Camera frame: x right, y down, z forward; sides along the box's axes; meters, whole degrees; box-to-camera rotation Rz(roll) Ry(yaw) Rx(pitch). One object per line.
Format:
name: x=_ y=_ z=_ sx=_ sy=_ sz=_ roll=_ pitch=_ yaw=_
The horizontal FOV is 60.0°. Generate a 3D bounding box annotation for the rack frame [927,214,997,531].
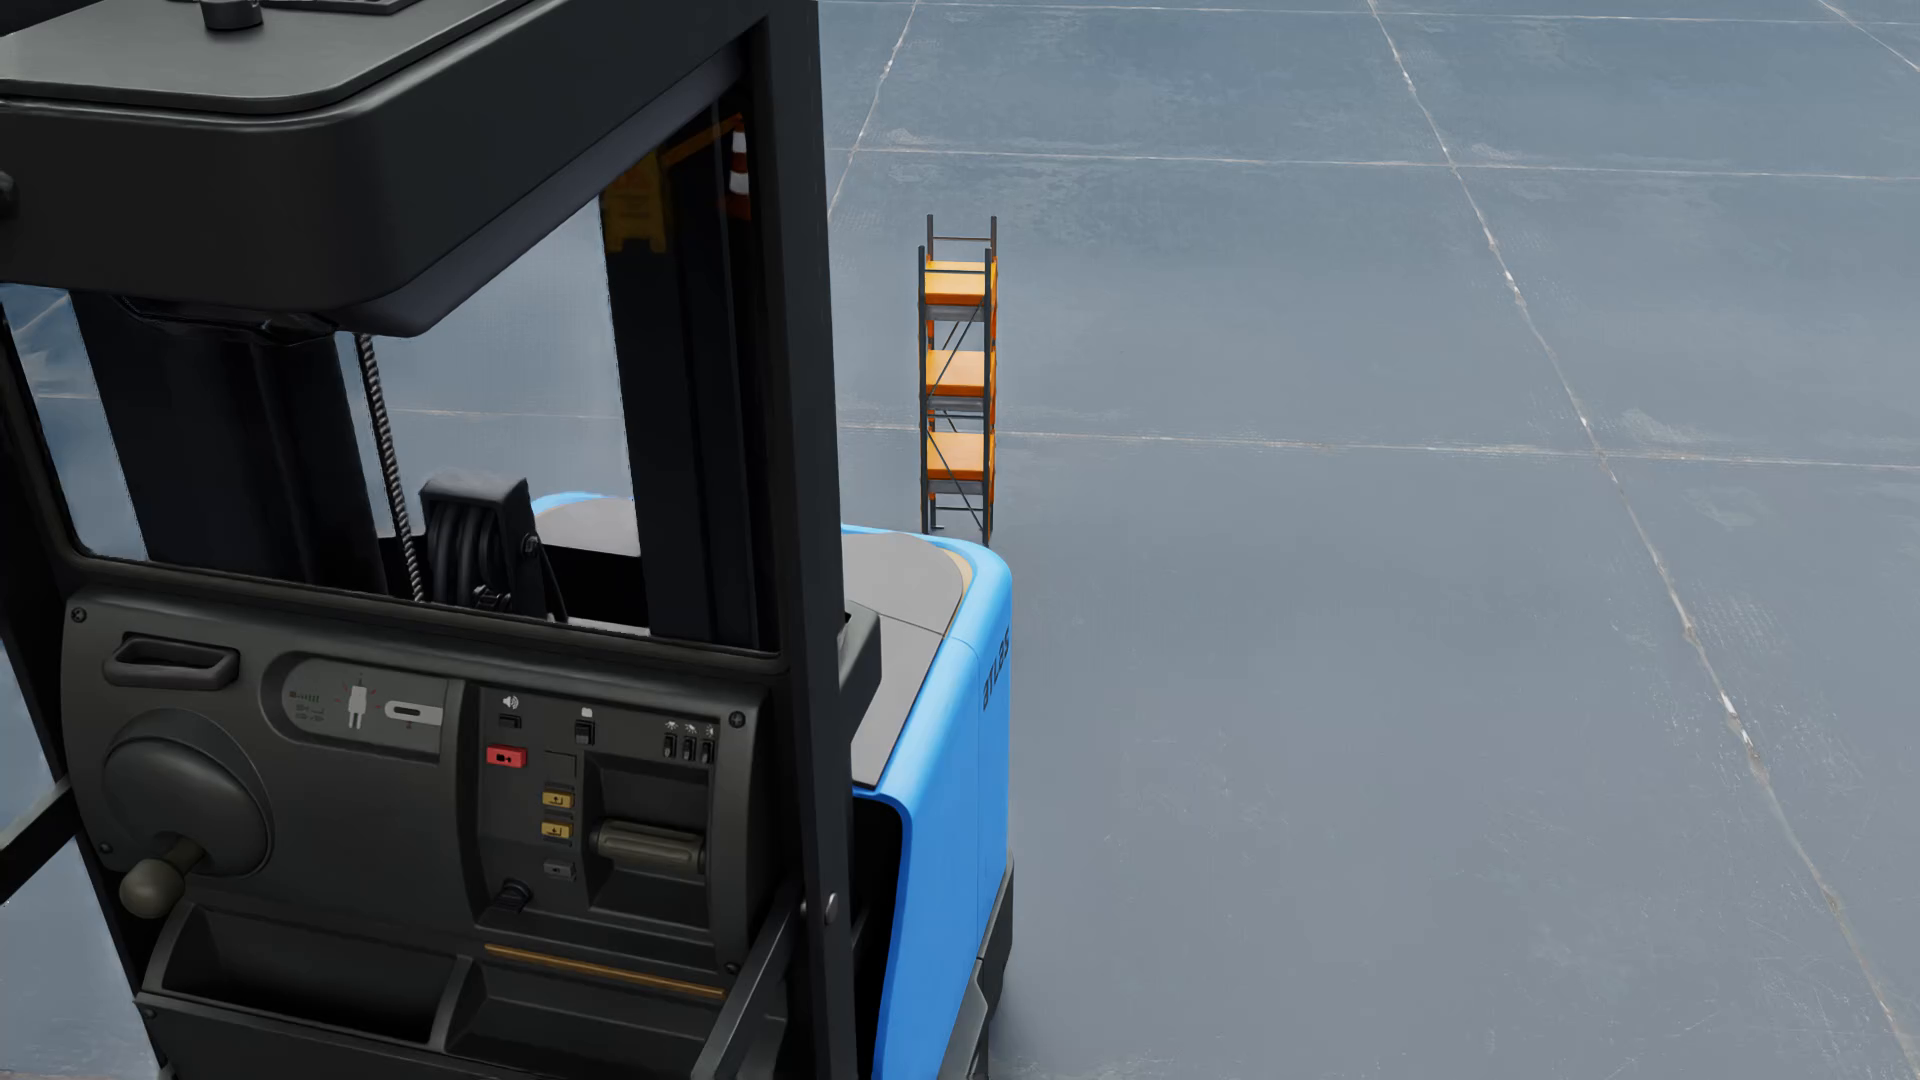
rack frame: x=0.006 y=-0.483 z=5.033 sx=0.200 sy=1.050 sz=0.008 roll=2 pitch=32 yaw=4

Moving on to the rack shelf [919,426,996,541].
rack shelf: x=-0.004 y=-0.173 z=5.081 sx=0.215 sy=0.259 sz=0.240 roll=2 pitch=32 yaw=4

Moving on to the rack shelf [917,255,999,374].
rack shelf: x=-0.004 y=-0.652 z=4.786 sx=0.215 sy=0.259 sz=0.240 roll=2 pitch=32 yaw=4

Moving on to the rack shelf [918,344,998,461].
rack shelf: x=-0.004 y=-0.410 z=4.935 sx=0.215 sy=0.259 sz=0.240 roll=2 pitch=32 yaw=4

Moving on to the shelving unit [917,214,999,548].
shelving unit: x=-0.004 y=-0.419 z=4.929 sx=0.215 sy=1.050 sz=0.252 roll=2 pitch=32 yaw=4

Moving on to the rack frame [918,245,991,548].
rack frame: x=-0.014 y=-0.355 z=4.826 sx=0.200 sy=1.050 sz=0.008 roll=2 pitch=32 yaw=4

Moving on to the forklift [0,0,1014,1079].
forklift: x=-0.740 y=0.362 z=1.870 sx=1.130 sy=2.935 sz=3.031 roll=7 pitch=32 yaw=12
